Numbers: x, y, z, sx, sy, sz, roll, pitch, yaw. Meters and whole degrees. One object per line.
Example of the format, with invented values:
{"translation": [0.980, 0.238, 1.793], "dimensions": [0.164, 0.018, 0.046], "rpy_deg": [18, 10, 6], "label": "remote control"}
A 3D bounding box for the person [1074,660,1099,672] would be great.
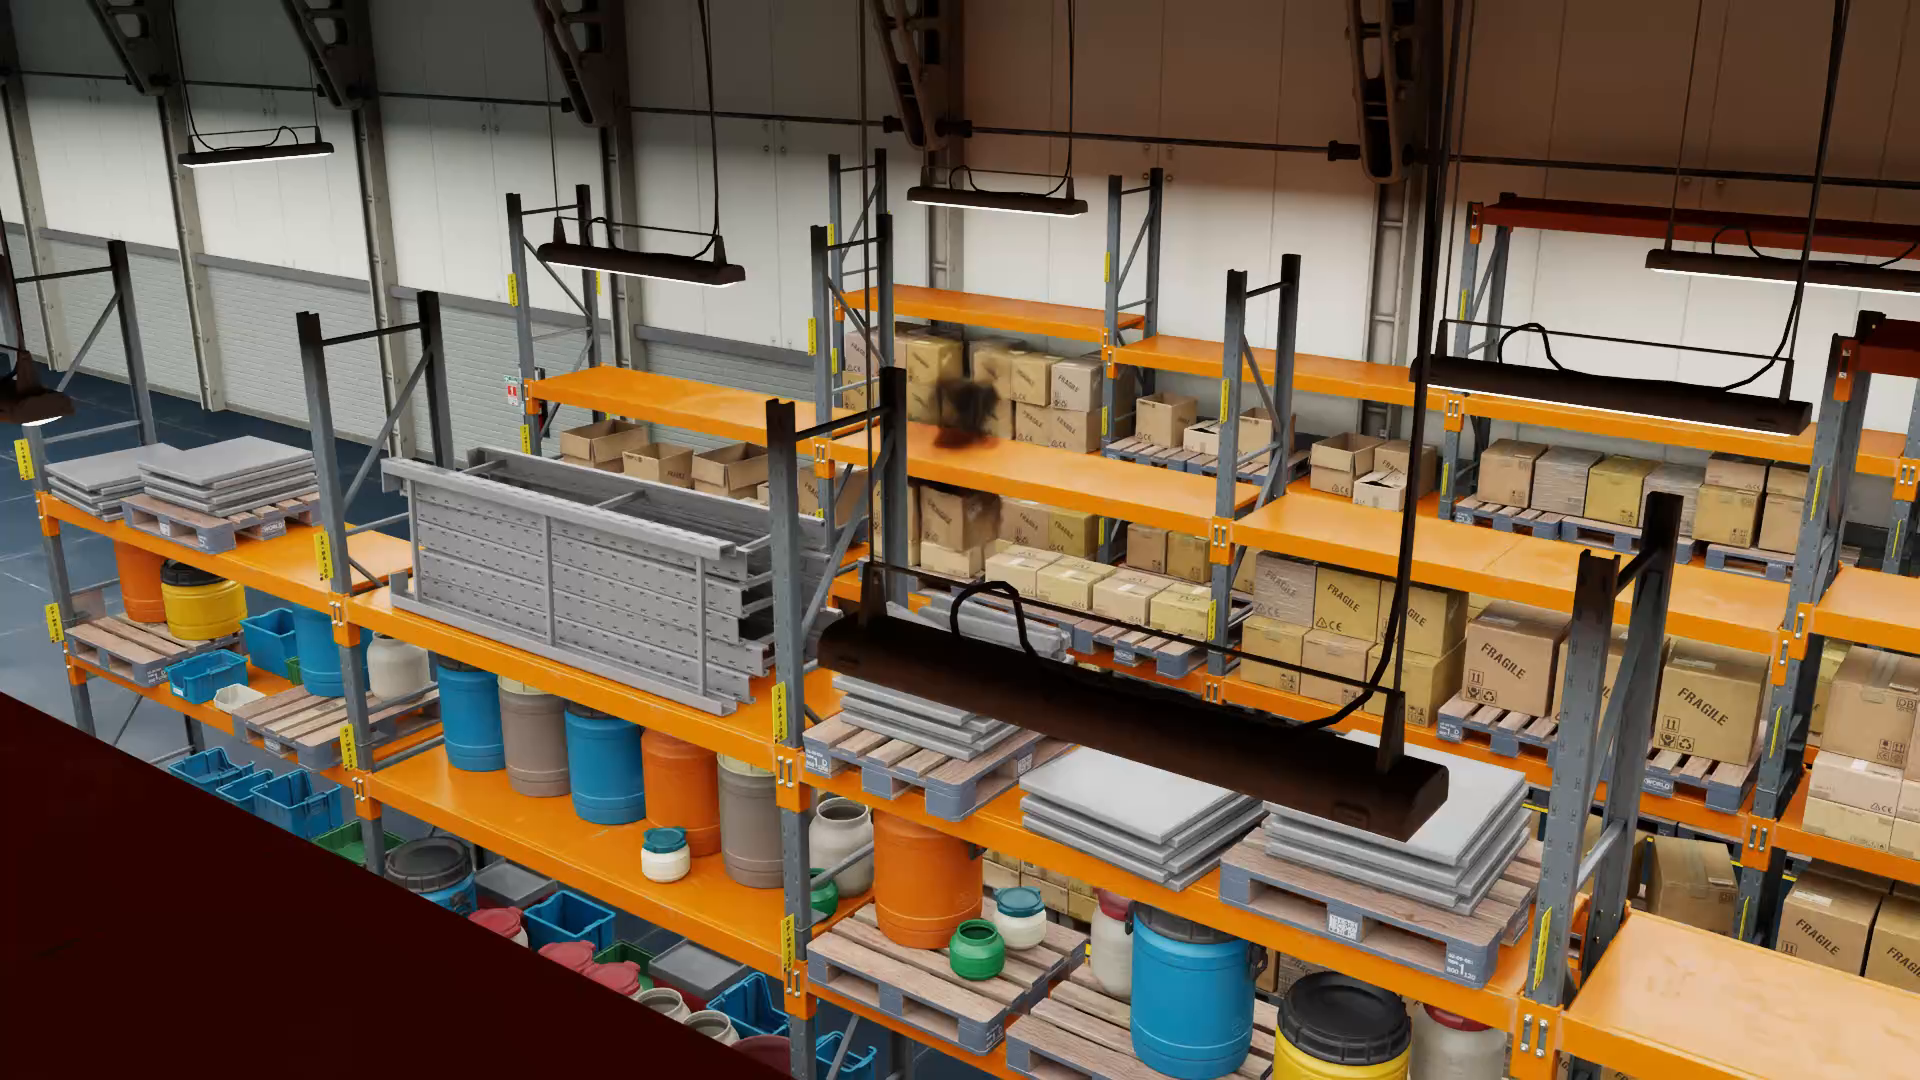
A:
{"translation": [1.086, 1.765, 17.103], "dimensions": [0.683, 1.685, 0.547], "rpy_deg": [9, 20, 25], "label": "person"}

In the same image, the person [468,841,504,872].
{"translation": [-4.037, 2.554, 14.553], "dimensions": [0.847, 1.844, 0.664], "rpy_deg": [13, 22, 33], "label": "person"}
